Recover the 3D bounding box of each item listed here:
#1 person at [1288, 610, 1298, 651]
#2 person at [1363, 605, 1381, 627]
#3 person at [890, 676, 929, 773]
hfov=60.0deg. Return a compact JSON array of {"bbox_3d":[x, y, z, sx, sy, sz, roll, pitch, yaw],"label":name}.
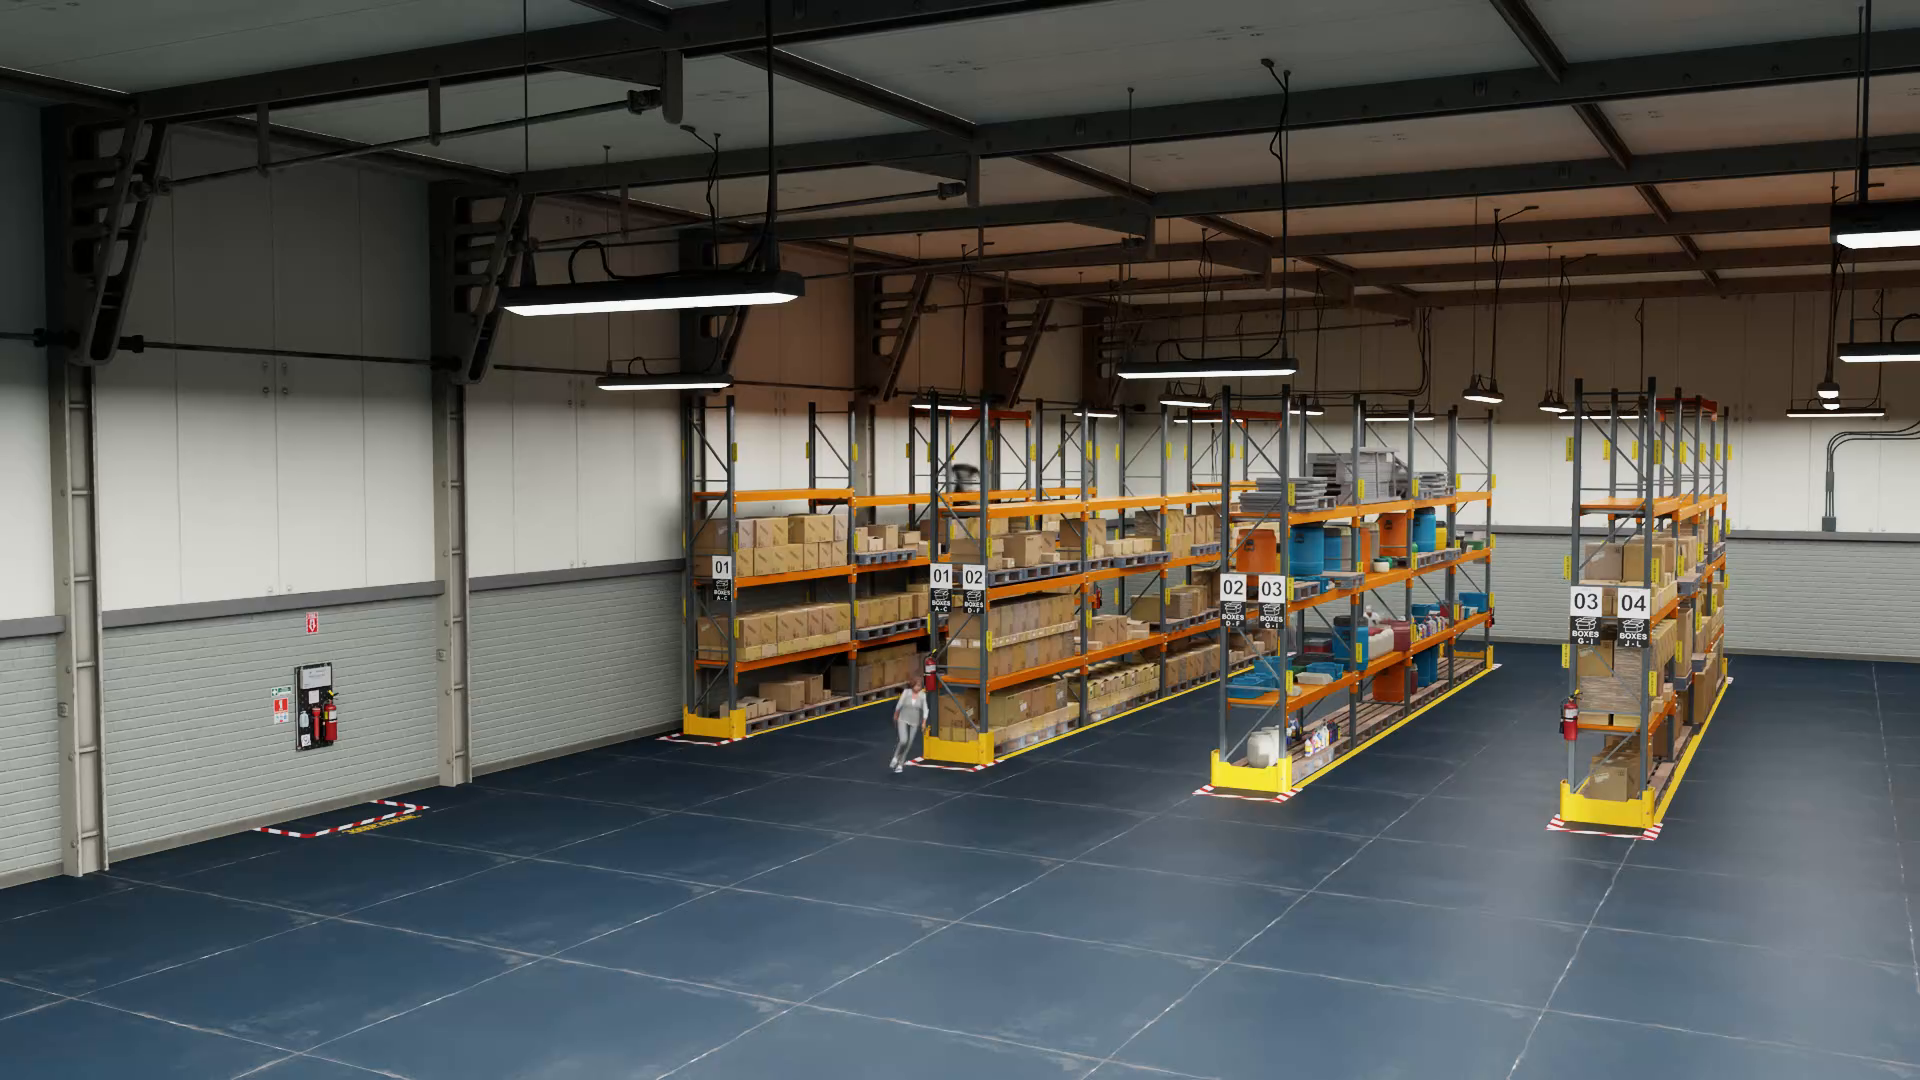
[{"bbox_3d":[8.213,1.925,41.962,0.867,1.761,0.653,2,4,34],"label":"person"},{"bbox_3d":[9.448,2.233,38.576,0.635,1.490,0.805,1,3,16],"label":"person"},{"bbox_3d":[-0.786,2.879,25.908,0.551,1.512,0.655,-1,3,-19],"label":"person"}]
